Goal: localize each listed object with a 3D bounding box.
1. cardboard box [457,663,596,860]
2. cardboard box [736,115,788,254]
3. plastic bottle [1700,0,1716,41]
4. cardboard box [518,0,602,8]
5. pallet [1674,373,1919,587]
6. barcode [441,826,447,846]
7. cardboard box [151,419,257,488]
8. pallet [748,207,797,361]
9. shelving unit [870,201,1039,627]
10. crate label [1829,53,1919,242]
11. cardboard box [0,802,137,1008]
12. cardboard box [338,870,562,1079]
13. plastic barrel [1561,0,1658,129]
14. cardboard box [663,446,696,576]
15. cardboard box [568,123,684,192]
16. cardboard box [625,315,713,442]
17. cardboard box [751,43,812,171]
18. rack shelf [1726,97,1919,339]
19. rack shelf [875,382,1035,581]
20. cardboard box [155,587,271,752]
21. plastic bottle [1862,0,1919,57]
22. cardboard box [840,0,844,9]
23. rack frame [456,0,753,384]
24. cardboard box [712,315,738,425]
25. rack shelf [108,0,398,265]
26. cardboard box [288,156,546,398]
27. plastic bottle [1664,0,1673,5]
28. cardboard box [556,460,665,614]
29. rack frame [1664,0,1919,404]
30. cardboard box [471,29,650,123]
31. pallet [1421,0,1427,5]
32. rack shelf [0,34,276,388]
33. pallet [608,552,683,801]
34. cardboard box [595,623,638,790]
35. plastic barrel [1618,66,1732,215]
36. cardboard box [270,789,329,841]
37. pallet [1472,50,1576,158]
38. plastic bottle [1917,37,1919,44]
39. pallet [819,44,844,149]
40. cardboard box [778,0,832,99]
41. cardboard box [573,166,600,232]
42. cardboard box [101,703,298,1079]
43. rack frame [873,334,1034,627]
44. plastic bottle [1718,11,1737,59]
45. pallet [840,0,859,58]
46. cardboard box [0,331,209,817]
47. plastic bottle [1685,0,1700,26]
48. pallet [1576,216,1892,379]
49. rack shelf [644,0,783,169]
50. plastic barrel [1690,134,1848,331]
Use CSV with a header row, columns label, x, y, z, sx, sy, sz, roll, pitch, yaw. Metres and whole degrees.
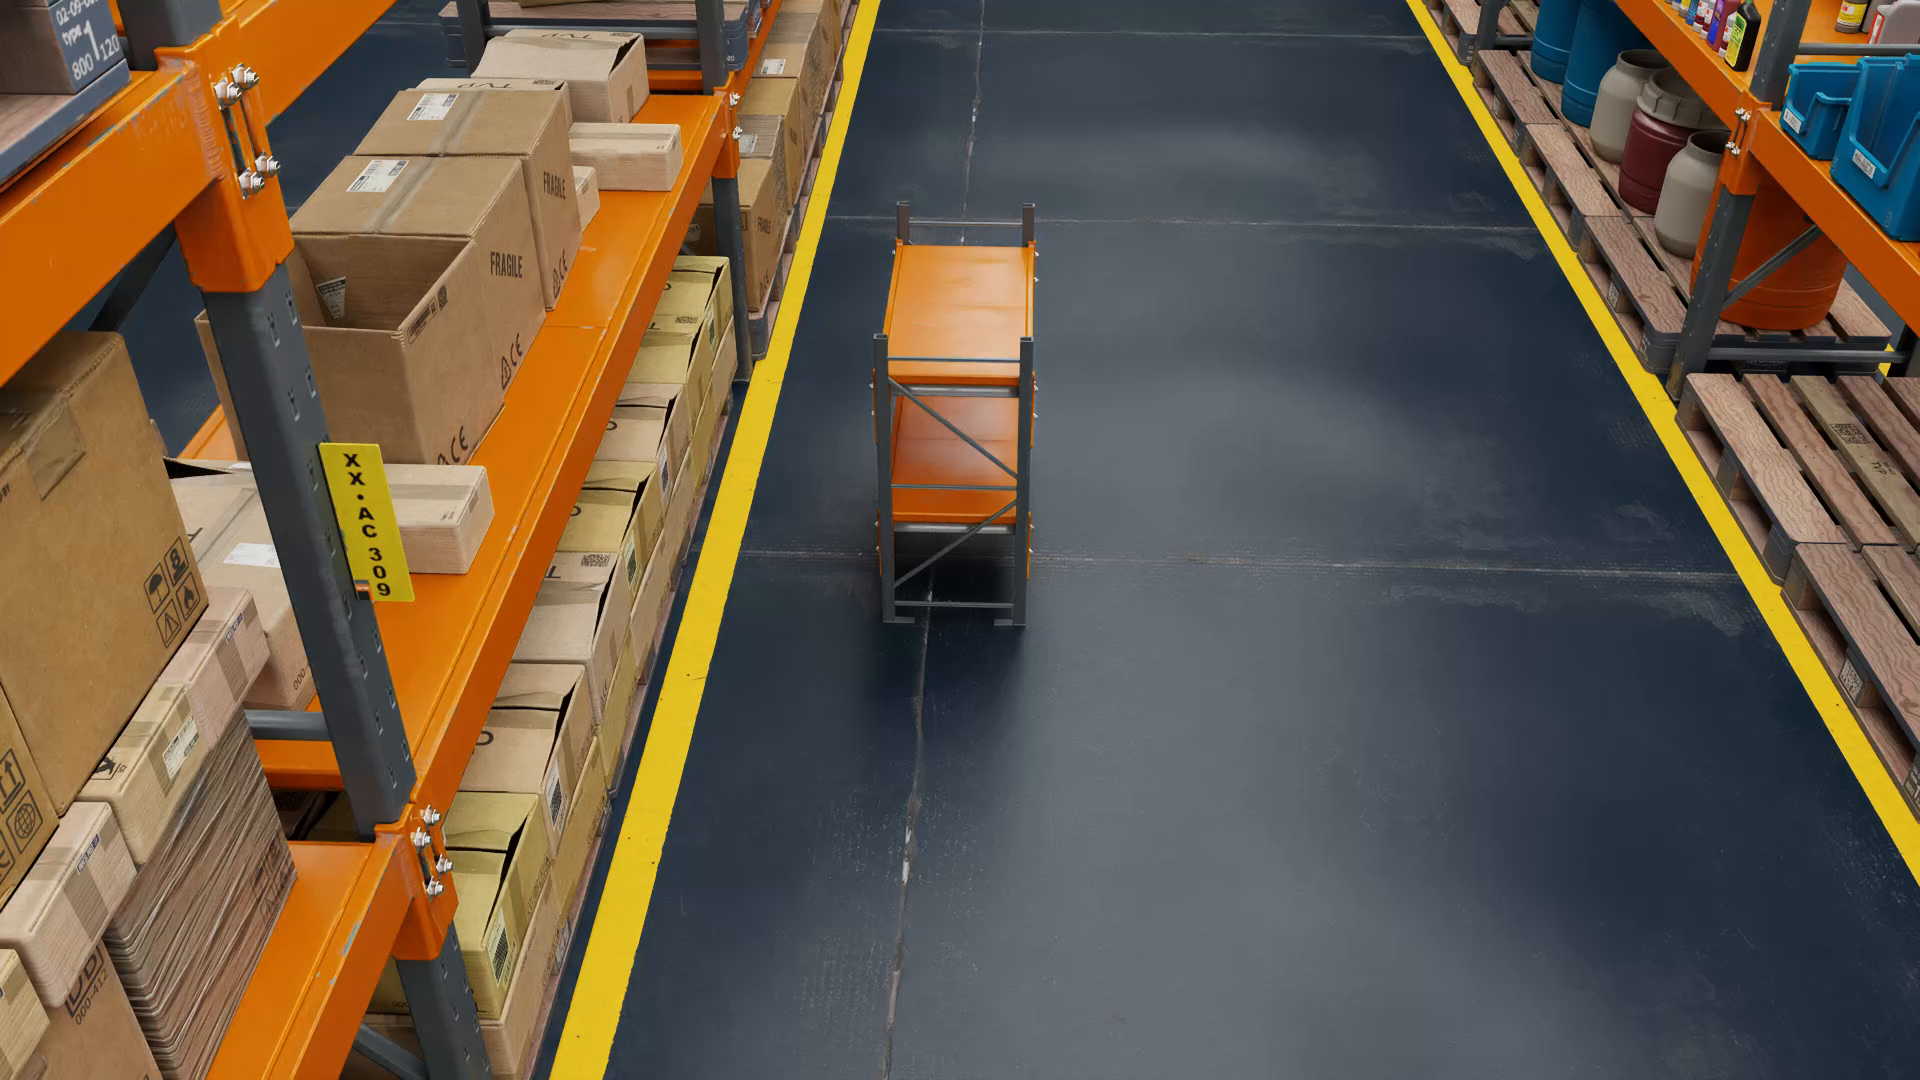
label,x,y,z,sx,sy,sz,roll,pitch,yaw
cardboard box,-1.280,0.553,4.393,0.500,0.311,0.500,1,35,1
cardboard box,-1.091,-1.663,7.798,0.500,0.500,0.500,0,35,0
plastic bottle,3.161,-2.192,6.934,0.097,0.201,0.097,0,35,0
cardboard box,-1.498,-2.527,6.784,0.700,0.500,0.500,-10,36,-14
pallet,3.469,-0.248,6.419,1.003,0.211,1.213,1,35,2
barcode,-1.145,0.661,3.656,0.001,0.075,0.075,1,35,2
cardboard box,-1.719,-0.106,3.909,0.396,0.266,0.258,1,35,1
pallet,-1.342,-1.237,7.826,1.003,0.211,1.213,1,35,2
shelving unit,0.000,-0.464,5.932,0.538,1.125,1.048,1,35,2
crate label,3.229,-1.283,5.436,0.502,0.435,0.616,1,35,2
cardboard box,-1.388,0.496,2.284,0.380,0.149,0.250,0,35,1
cardboard box,-1.307,1.076,4.137,0.500,0.250,0.500,1,35,1
plastic barrel,3.632,-2.725,8.979,0.600,0.901,0.708,1,35,2
cardboard box,-1.228,-0.103,5.815,0.500,0.250,0.500,2,35,3
cardboard box,-1.170,-1.324,5.743,0.380,0.149,0.250,1,35,2
cardboard box,-1.200,-0.620,6.063,0.500,0.311,0.500,1,35,1
cardboard box,-1.050,-2.251,8.635,0.500,0.500,0.500,0,35,0
rack shelf,3.459,-0.390,4.821,1.077,0.370,4.000,1,35,2
rack shelf,0.000,-0.264,6.073,0.538,0.278,1.000,1,35,2
cardboard box,-1.368,0.203,2.701,0.380,0.149,0.250,1,35,2
plastic bottle,3.727,-2.027,6.633,0.152,0.276,0.135,1,35,2
cardboard box,-1.017,-3.564,10.668,0.500,0.311,0.500,1,35,2
rack frame,-1.410,-1.950,6.415,1.000,3.000,0.127,1,35,2
cardboard box,-1.188,-0.688,6.647,0.500,0.250,0.500,2,35,3
rack shelf,-1.491,-1.733,4.125,1.077,0.370,4.000,1,35,2
cardboard box,-1.482,-0.724,4.584,0.500,0.500,0.500,1,35,2
plastic bottle,3.181,-2.472,7.332,0.097,0.201,0.097,0,35,0
cardboard box,-1.245,-0.043,5.240,0.500,0.311,0.500,2,35,3
rack frame,3.539,-1.833,6.249,1.000,3.000,0.127,1,35,2
cardboard box,-1.468,-1.705,6.145,0.500,0.311,0.500,3,35,5
pallet,3.737,-4.116,11.924,1.003,0.211,1.213,1,35,2
rack shelf,-1.651,0.565,0.855,1.077,0.370,4.000,1,35,2
pallet,-1.534,0.362,5.551,1.003,0.211,1.213,1,35,2
cardboard box,-1.267,0.484,4.978,0.500,0.250,0.500,0,35,0
plastic barrel,3.587,-1.949,8.146,0.600,0.588,0.708,1,35,2
cardboard box,-1.841,0.833,3.994,0.500,0.311,0.500,1,35,2
pallet,3.627,-2.548,9.692,1.003,0.211,1.213,1,35,2
plastic bottle,3.879,-2.023,6.628,0.152,0.276,0.135,1,35,2
pallet,-1.244,-2.639,9.821,1.003,0.211,1.213,1,35,2
cardboard box,-1.011,-2.831,9.461,0.500,0.500,0.500,1,35,2
cardboard box,-1.405,-1.113,5.443,0.380,0.149,0.250,4,35,5
cardboard box,-1.582,0.563,2.754,0.700,0.500,0.500,0,35,1
rack frame,-0.020,-0.172,5.517,0.500,1.125,0.032,1,35,2
plastic bottle,3.152,-2.060,6.745,0.097,0.201,0.097,0,35,0
pallet,-1.221,-3.501,11.049,1.003,0.211,1.213,1,35,2
cardboard box,-1.582,0.032,2.381,0.700,0.500,0.500,1,35,2
plastic bottle,3.169,-2.333,7.073,0.097,0.271,0.097,0,35,0
pallet,3.529,-1.146,7.697,1.003,0.211,1.213,1,35,2
rack shelf,-1.330,-2.804,8.257,1.077,0.370,4.000,1,35,2
plastic barrel,3.542,-1.398,7.153,0.600,0.830,0.708,1,35,2
